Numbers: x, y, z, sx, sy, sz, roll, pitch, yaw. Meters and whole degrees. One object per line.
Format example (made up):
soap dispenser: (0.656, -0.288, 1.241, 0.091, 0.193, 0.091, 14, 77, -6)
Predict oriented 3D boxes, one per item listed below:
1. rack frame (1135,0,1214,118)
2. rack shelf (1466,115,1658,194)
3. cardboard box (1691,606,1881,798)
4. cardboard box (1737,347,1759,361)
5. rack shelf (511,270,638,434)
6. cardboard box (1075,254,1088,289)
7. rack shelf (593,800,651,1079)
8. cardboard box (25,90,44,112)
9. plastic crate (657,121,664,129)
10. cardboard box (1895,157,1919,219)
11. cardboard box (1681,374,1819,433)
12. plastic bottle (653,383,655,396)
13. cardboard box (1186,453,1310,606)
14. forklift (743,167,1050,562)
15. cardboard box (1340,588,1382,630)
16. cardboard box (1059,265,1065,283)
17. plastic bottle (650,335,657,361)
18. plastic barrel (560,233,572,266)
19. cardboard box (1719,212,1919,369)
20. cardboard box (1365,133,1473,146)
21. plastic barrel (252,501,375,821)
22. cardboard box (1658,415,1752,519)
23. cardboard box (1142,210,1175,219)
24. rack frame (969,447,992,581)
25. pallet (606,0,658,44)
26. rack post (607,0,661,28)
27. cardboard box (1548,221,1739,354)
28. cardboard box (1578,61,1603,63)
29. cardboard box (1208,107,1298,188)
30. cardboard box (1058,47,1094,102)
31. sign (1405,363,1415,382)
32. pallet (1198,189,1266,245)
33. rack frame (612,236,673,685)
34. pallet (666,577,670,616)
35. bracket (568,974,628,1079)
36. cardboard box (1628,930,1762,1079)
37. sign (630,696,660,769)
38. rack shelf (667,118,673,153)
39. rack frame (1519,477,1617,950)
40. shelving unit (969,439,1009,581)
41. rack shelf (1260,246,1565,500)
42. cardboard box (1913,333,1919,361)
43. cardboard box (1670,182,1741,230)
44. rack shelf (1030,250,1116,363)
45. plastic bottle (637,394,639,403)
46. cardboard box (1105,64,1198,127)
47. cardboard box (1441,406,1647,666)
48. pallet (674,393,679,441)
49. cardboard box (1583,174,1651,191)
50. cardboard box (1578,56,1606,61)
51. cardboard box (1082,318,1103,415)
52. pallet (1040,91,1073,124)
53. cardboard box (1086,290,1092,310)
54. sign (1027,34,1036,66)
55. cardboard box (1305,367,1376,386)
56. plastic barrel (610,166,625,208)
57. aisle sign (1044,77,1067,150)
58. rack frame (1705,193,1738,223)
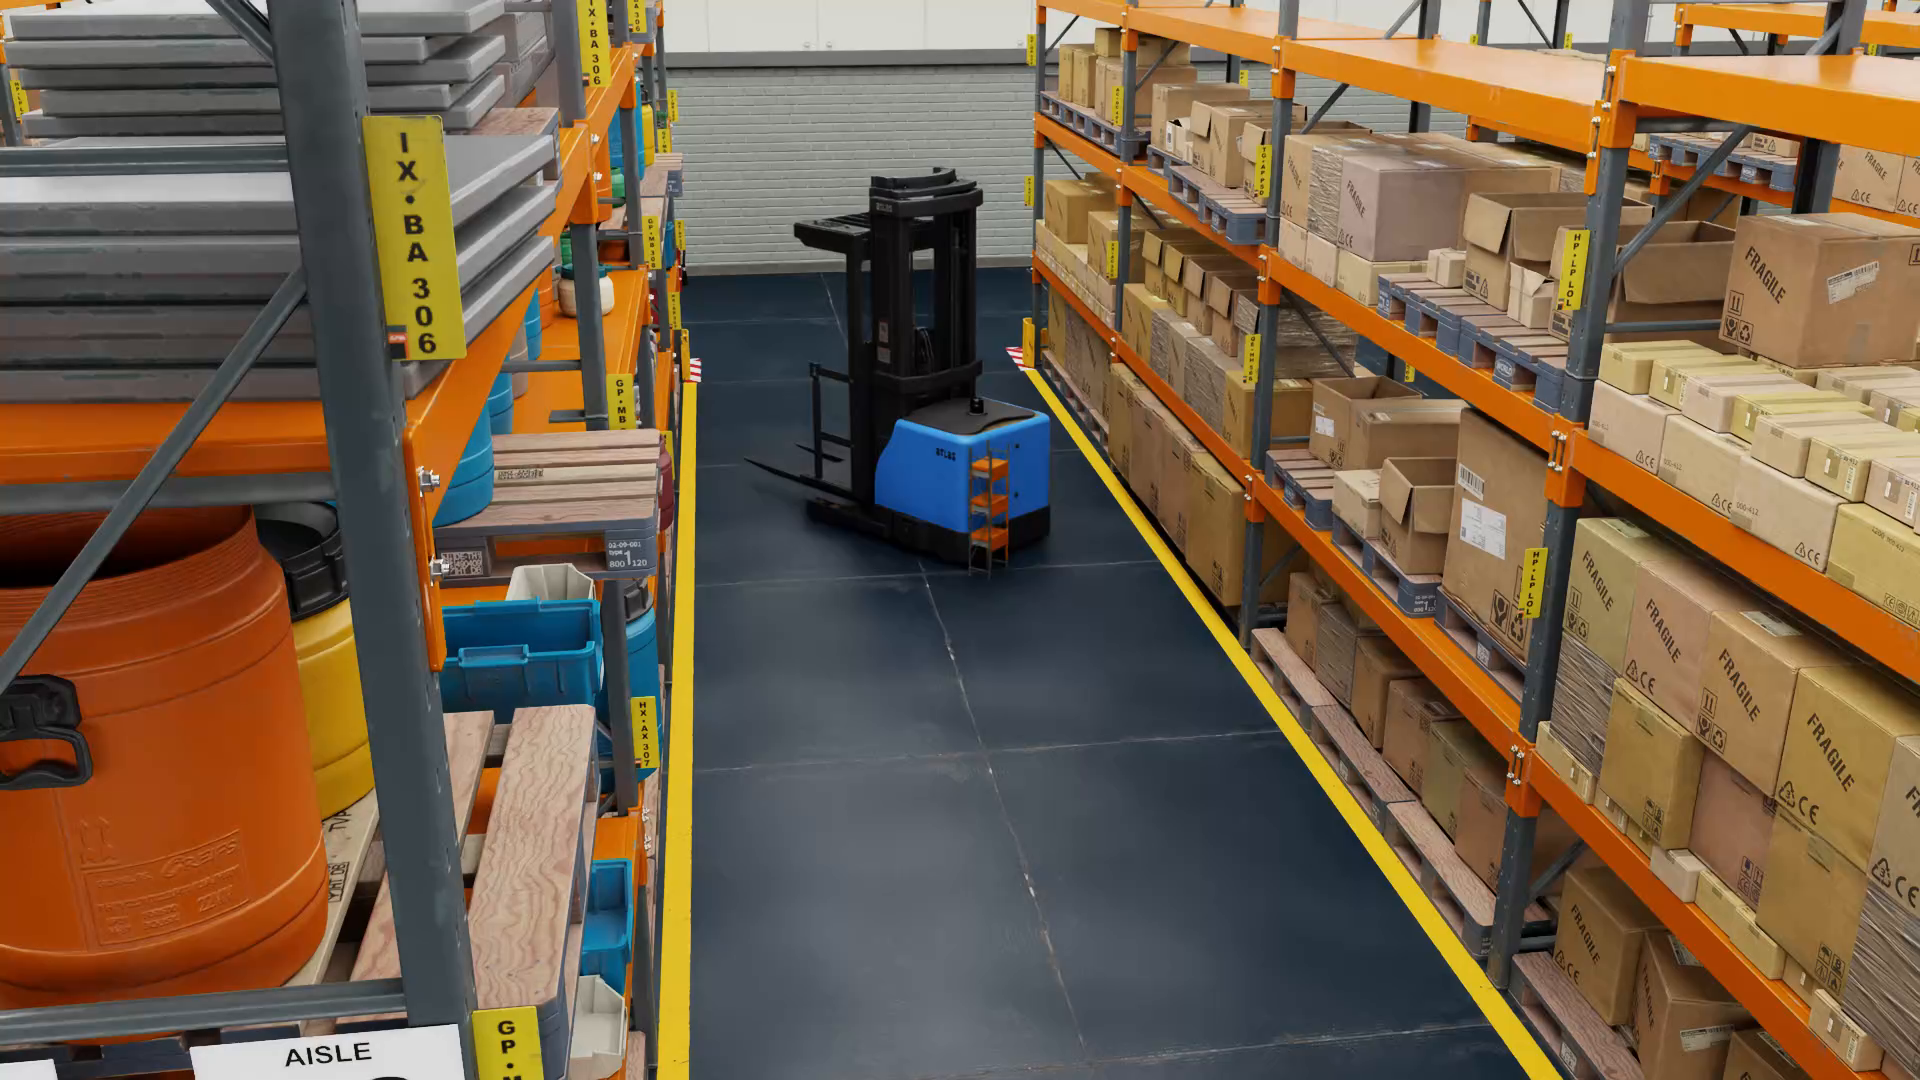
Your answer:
rack frame: (1.901, -4.877, 13.913, 0.949, 2.616, 0.053, -3, 21, -8)
rack shelf: (6.532, -4.043, 16.994, 1.077, 0.370, 4.000, -3, 21, -8)
cardboard box: (3.009, 0.563, 5.924, 0.500, 0.500, 0.500, -3, 21, -8)
cardboard box: (3.383, -0.721, 6.716, 0.380, 0.149, 0.250, -2, 21, -6)
rack shelf: (-2.139, -0.899, 8.299, 0.919, 0.124, 3.809, -3, 21, -8)
cardboard box: (1.423, -2.631, 16.263, 0.500, 0.250, 0.500, -2, 21, -7)
rack shelf: (-1.562, 1.982, 5.150, 1.077, 0.370, 4.000, -3, 21, -8)
cardboard box: (-7.946, -3.836, 13.839, 0.700, 0.500, 0.500, -3, 21, -8)
plastic crate: (-2.911, -3.605, 14.980, 0.497, 0.269, 0.590, -3, 21, -8)
cardboard box: (7.063, -2.534, 11.784, 0.500, 0.500, 0.500, -3, 21, -8)
cardboard box: (2.917, -0.506, 6.142, 0.380, 0.149, 0.250, -3, 21, -7)
plastic bottle: (-2.438, -1.217, 12.972, 0.097, 0.201, 0.097, 0, 20, 0)
cardboard box: (2.395, -0.123, 12.195, 1.225, 0.875, 0.875, -4, 21, -10)
forklift: (-0.659, -1.621, 13.866, 3.031, 2.935, 1.130, 19, 28, 41)
cardboard box: (2.687, 0.345, 10.376, 0.500, 0.250, 0.500, -1, 20, -2)
cardboard box: (1.233, -2.749, 17.149, 0.380, 0.149, 0.250, -3, 21, -8)
plastic bottle: (-2.549, -1.564, 13.784, 0.061, 0.283, 0.133, -3, 21, -8)
plastic barrel: (-2.341, -1.682, 9.866, 0.294, 0.245, 0.294, 0, 20, 0)
cardboard box: (3.368, -0.980, 6.482, 0.500, 0.500, 0.500, -4, 21, -9)
cardboard box: (2.790, -2.215, 10.216, 0.500, 0.500, 0.500, -2, 21, -6)
plastic barrel: (-1.564, 0.259, 3.578, 0.600, 0.588, 0.600, 0, 20, 0)
cardboard box: (2.943, -0.280, 6.106, 0.500, 0.250, 0.500, -3, 21, -8)
cardboard box: (2.018, -2.837, 15.742, 0.500, 0.500, 0.500, -3, 21, -8)
rack frame: (0.154, -0.194, 12.733, 0.200, 1.050, 0.008, 13, 24, 32)
pallet: (-2.501, -3.218, 10.312, 1.213, 0.211, 1.003, -3, 21, -8)
rack post: (-2.586, -3.699, 11.473, 0.937, 0.300, 0.954, -1, 20, -2)
cardboard box: (3.081, -1.115, 7.379, 0.797, 0.503, 0.637, -4, 21, -10)
cardboard box: (6.260, -4.760, 16.816, 0.380, 0.149, 0.250, -2, 21, -6)
cardboard box: (2.103, -2.833, 11.983, 0.500, 0.500, 0.500, -2, 21, -5)
cardboard box: (1.411, -4.769, 17.025, 0.700, 0.500, 0.500, -4, 21, -10)
sign: (3.010, -1.218, 11.148, 0.100, 0.325, 0.005, -3, 21, -8)
pallet: (2.329, -2.219, 11.353, 1.213, 0.211, 1.003, -2, 21, -5)
rack frame: (-2.427, -0.432, 10.586, 1.000, 3.000, 0.127, -3, 21, -8)
pallet: (-2.582, 0.603, 11.799, 1.003, 0.211, 1.213, -3, 21, -8)
bracket: (8.175, -2.030, 8.125, 20.502, 5.116, 5.172, -3, 21, -8)
cardboard box: (3.159, 2.016, 7.004, 0.500, 0.500, 0.500, 4, 21, 9)
sign: (-1.305, 0.799, 6.893, 0.100, 0.325, 0.005, -3, 21, -8)
rack shelf: (-3.292, -3.578, 15.749, 1.077, 0.370, 4.000, -3, 21, -8)
rack frame: (3.054, 0.703, 7.547, 0.949, 2.616, 0.053, -3, 21, -8)
shelving unit: (0.223, -0.229, 12.827, 0.215, 1.050, 0.252, 13, 24, 32)
rack shelf: (2.762, -1.058, 9.002, 1.077, 0.370, 4.000, -3, 21, -8)
cardboard box: (6.873, -1.401, 12.090, 0.380, 0.149, 0.250, -4, 21, -10)
cardboard box: (6.996, -3.105, 15.746, 0.500, 0.500, 0.500, -2, 21, -6)
rack shelf: (1.609, -2.422, 16.943, 1.077, 0.370, 4.000, -3, 21, -8)
plastic bottle: (-2.326, -0.979, 12.235, 0.097, 0.271, 0.097, 0, 20, 0)
cardboard box: (1.725, -4.030, 15.047, 0.700, 0.500, 0.500, -4, 21, -11)
cardboard box: (3.075, -0.057, 8.124, 1.000, 1.000, 1.000, -3, 21, -7)
pallet: (-3.327, -1.187, 16.592, 1.003, 0.211, 1.213, -3, 21, -8)
cardboard box: (6.405, -3.264, 16.172, 0.500, 0.500, 0.500, -4, 21, -9)
cardboard box: (6.681, -4.967, 17.370, 0.380, 0.149, 0.250, -3, 21, -9)
cardboard box: (1.752, -1.812, 16.718, 0.875, 0.875, 0.875, -3, 21, -8)
pallet: (1.438, -4.559, 17.475, 1.003, 0.211, 1.213, -3, 21, -8)
cardboard box: (1.418, -2.305, 15.960, 0.380, 0.149, 0.250, -3, 21, -7)
sign: (0.771, -5.278, 17.910, 0.100, 0.325, 0.005, -3, 21, -8)
cardboard box: (2.673, -0.911, 11.724, 0.500, 0.500, 0.500, -2, 21, -6)
plastic barrel: (-2.352, -2.340, 11.028, 0.294, 0.245, 0.294, 0, 20, 0)
aisle sign: (1.014, -4.679, 18.242, 0.394, 0.787, 0.004, -3, 21, -8)
rack frame: (6.817, -2.282, 15.538, 0.949, 2.616, 0.053, -3, 21, -8)
